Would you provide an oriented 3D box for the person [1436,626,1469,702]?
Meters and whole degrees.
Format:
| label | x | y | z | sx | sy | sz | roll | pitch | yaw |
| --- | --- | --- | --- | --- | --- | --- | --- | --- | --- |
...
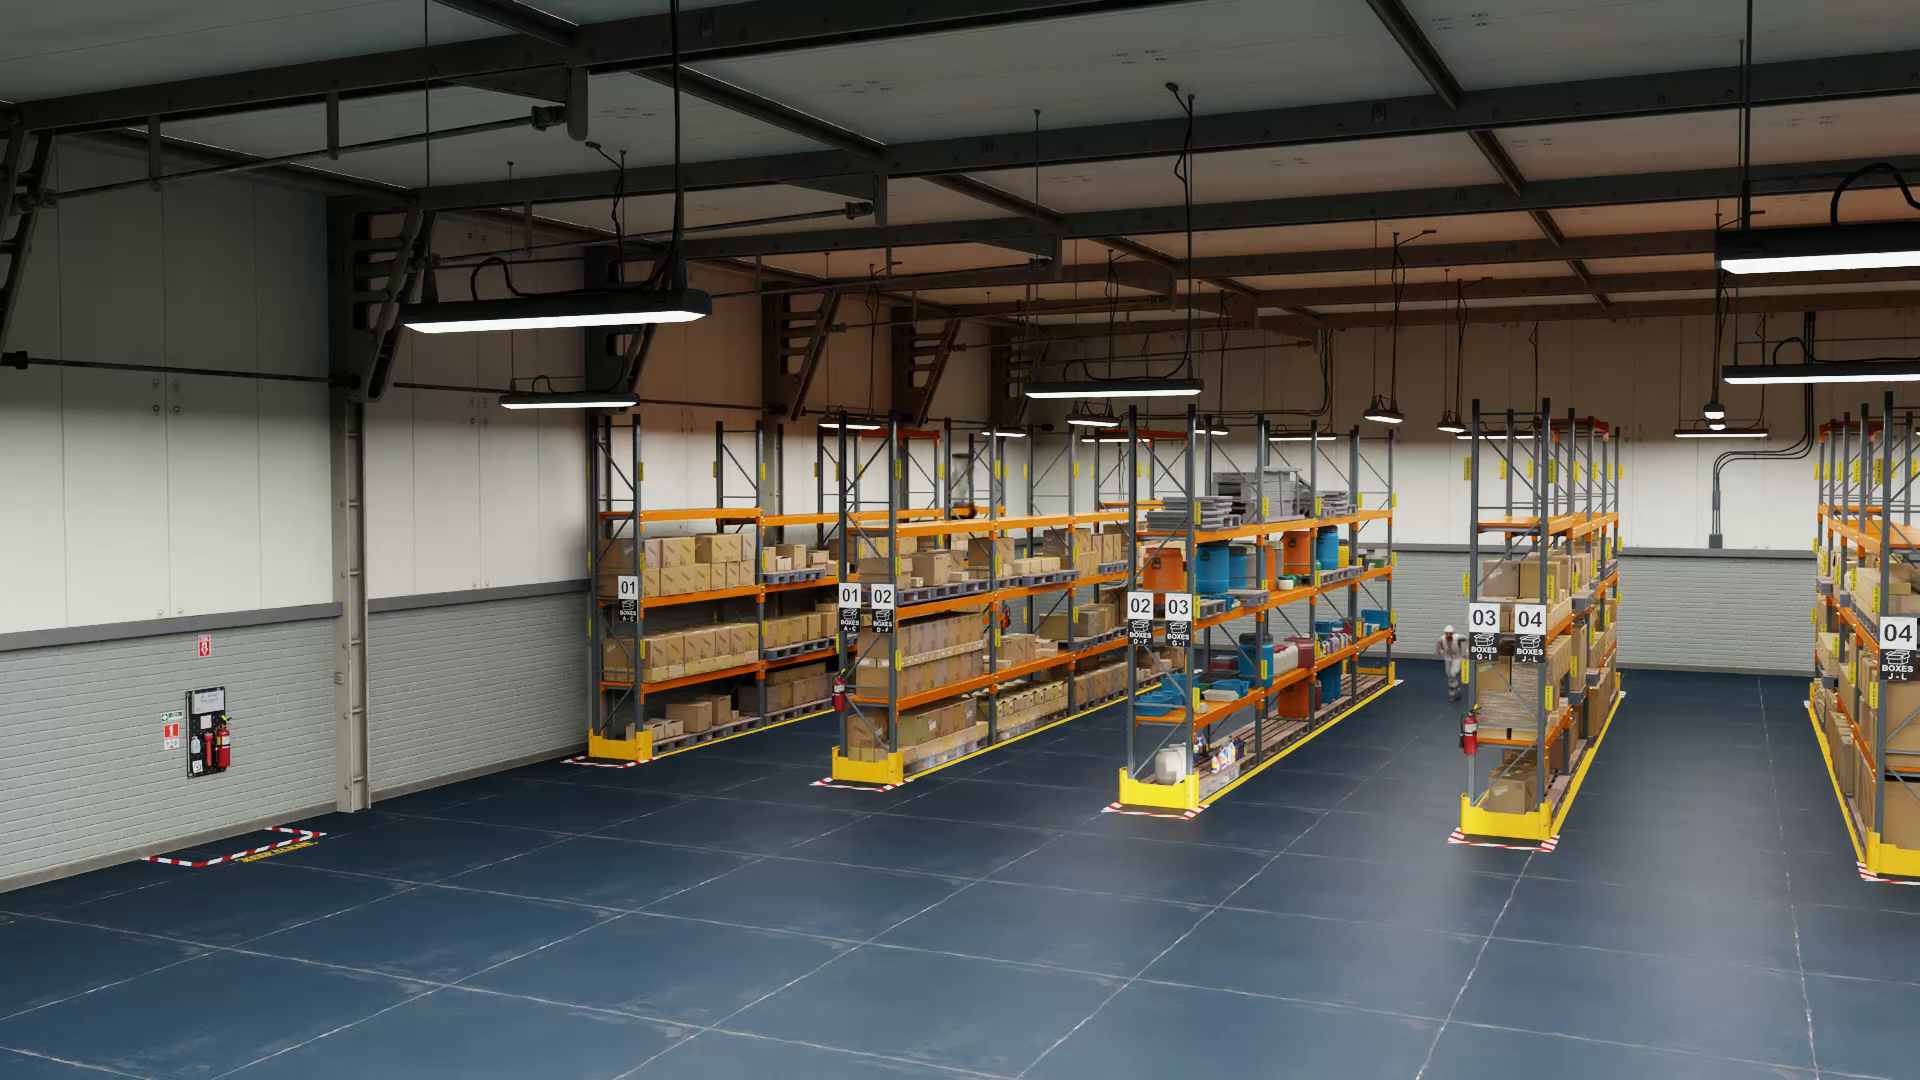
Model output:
| label | x | y | z | sx | sy | sz | roll | pitch | yaw |
| --- | --- | --- | --- | --- | --- | --- | --- | --- | --- |
| person | 10.783 | 2.693 | 36.313 | 0.707 | 1.706 | 0.998 | 1 | 3 | 31 |
